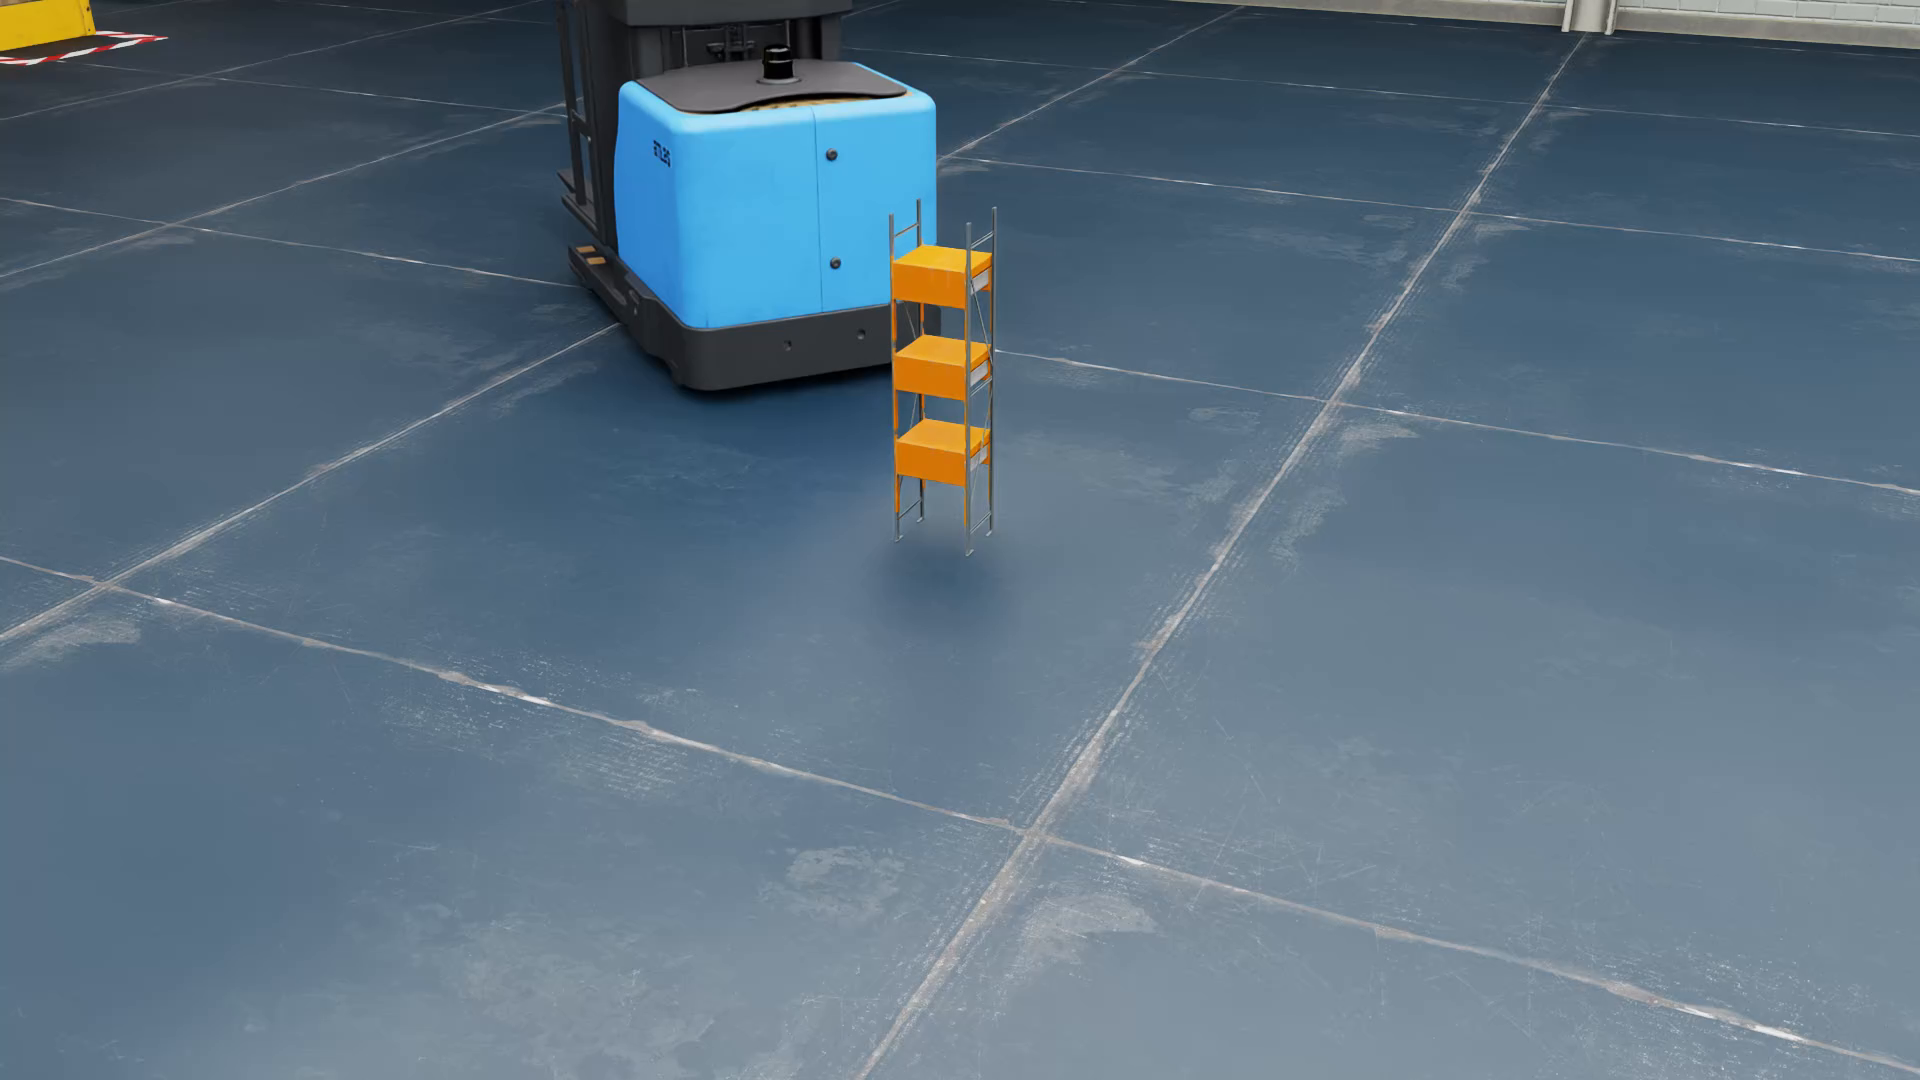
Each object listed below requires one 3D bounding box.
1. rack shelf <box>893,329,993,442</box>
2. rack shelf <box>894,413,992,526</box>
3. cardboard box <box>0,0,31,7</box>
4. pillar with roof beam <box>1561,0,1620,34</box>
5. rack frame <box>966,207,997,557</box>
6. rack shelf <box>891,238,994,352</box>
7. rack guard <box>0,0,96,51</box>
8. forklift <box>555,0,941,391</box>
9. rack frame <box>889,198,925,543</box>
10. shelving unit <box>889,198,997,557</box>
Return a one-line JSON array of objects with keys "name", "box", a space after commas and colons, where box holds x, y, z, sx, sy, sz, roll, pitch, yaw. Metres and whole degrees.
[{"name": "rack shelf", "box": [-0.049, -0.471, 5.043, 0.240, 0.259, 0.215, 11, 28, 22]}, {"name": "rack shelf", "box": [-0.049, -0.222, 5.165, 0.240, 0.259, 0.215, 11, 28, 22]}, {"name": "cardboard box", "box": [-8.074, -4.537, 13.706, 0.500, 0.250, 0.500, 11, 28, 21]}, {"name": "pillar with roof beam", "box": [3.478, -6.576, 8.419, 0.400, 9.000, 9.100, 11, 28, 22]}, {"name": "rack frame", "box": [0.062, -0.458, 4.993, 0.008, 1.050, 0.200, 11, 28, 22]}, {"name": "rack shelf", "box": [-0.049, -0.726, 4.917, 0.240, 0.259, 0.215, 11, 28, 22]}, {"name": "rack guard", "box": [-7.523, -4.216, 13.247, 0.348, 0.500, 1.175, 11, 28, 22]}, {"name": "forklift", "box": [-1.151, -2.497, 7.004, 1.130, 2.935, 3.031, -12, 28, -22]}, {"name": "rack frame", "box": [-0.160, -0.503, 5.083, 0.008, 1.050, 0.200, 11, 28, 22]}, {"name": "shelving unit", "box": [-0.049, -0.481, 5.038, 0.252, 1.050, 0.215, 11, 28, 22]}]
